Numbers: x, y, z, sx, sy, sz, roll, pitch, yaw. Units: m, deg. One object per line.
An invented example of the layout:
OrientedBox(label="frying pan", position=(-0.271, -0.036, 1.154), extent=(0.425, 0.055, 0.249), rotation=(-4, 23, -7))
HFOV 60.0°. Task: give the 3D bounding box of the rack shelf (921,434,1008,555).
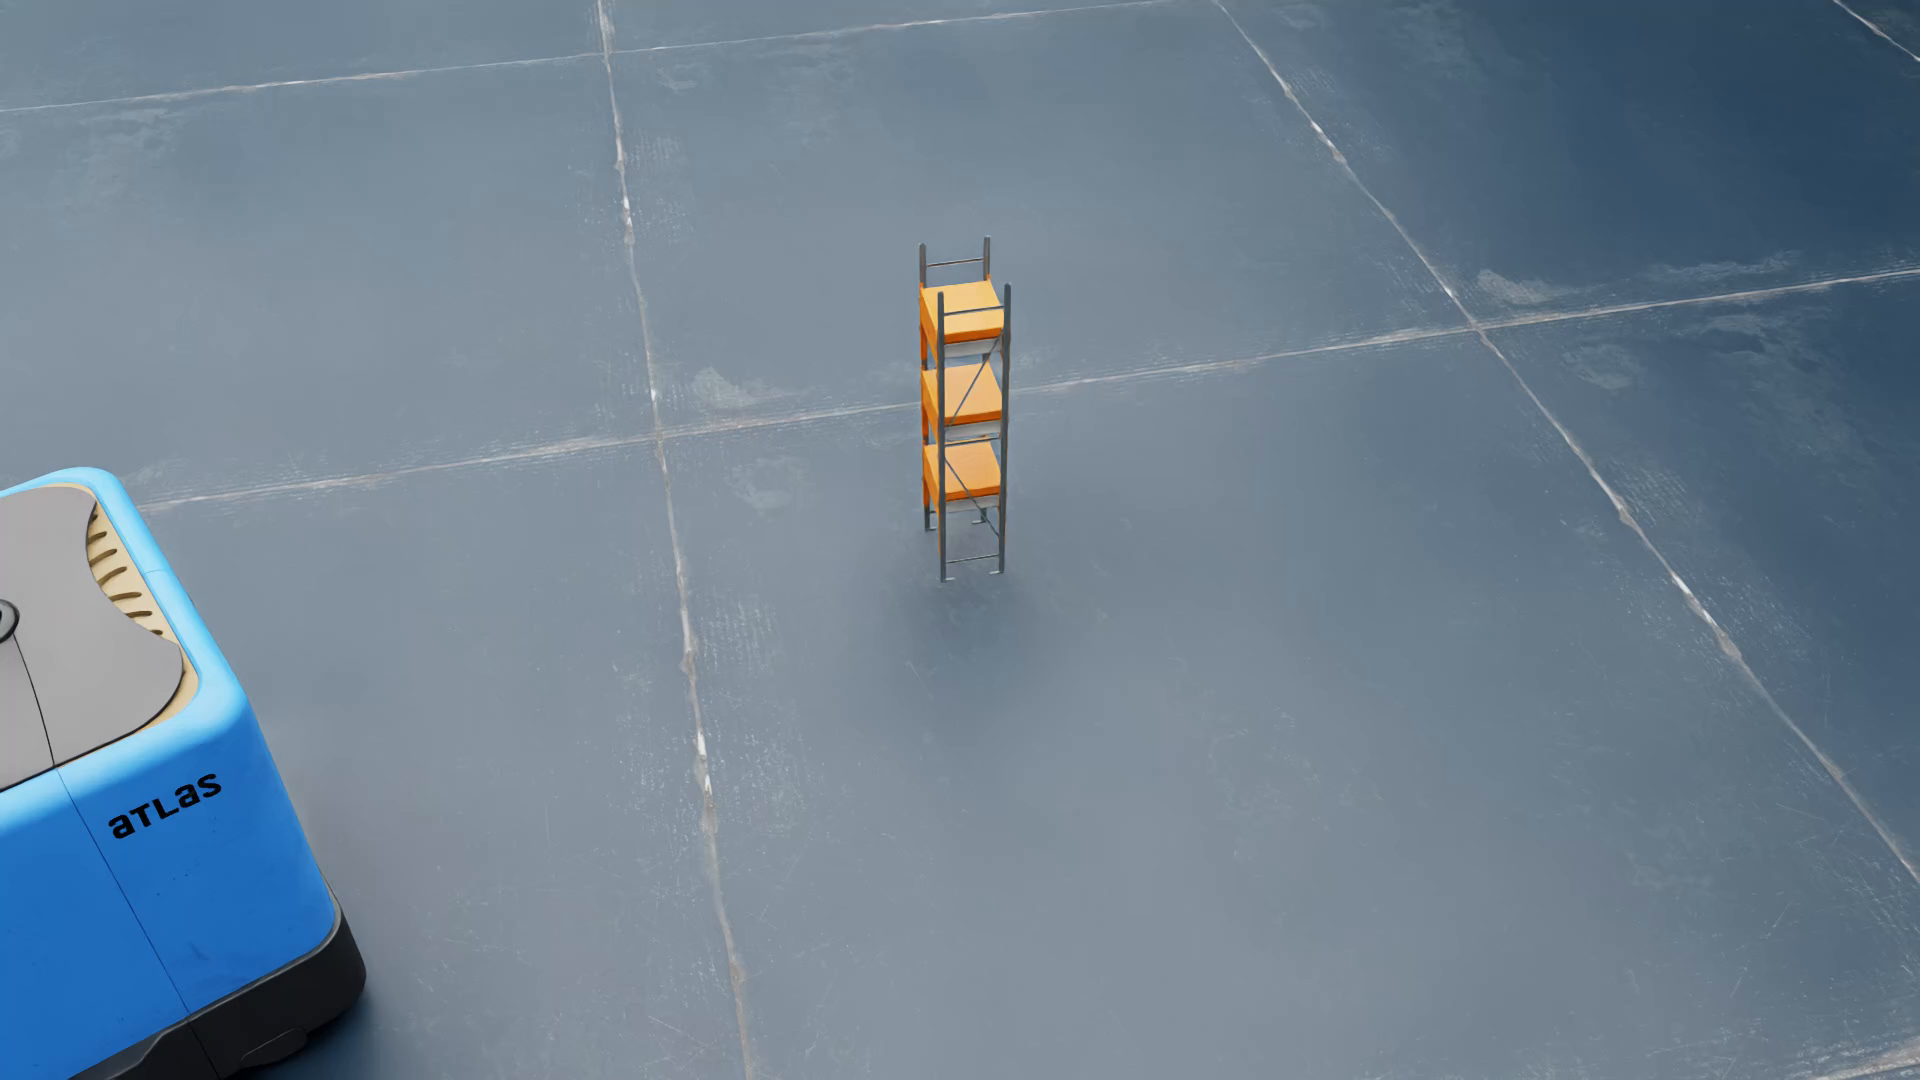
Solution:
OrientedBox(label="rack shelf", position=(0.012, -0.142, 5.054), extent=(0.215, 0.259, 0.240), rotation=(-8, 42, -9))

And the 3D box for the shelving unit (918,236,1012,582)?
OrientedBox(label="shelving unit", position=(0.012, -0.358, 4.862), extent=(0.215, 1.050, 0.252), rotation=(-8, 42, -9))

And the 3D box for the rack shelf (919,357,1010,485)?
OrientedBox(label="rack shelf", position=(0.012, -0.350, 4.869), extent=(0.215, 0.259, 0.240), rotation=(-8, 42, -9))

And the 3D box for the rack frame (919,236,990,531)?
OrientedBox(label="rack frame", position=(-0.015, -0.437, 4.951), extent=(0.200, 1.050, 0.008), rotation=(-8, 42, -9))

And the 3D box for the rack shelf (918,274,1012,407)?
OrientedBox(label="rack shelf", position=(0.012, -0.562, 4.681), extent=(0.215, 0.259, 0.240), rotation=(-8, 42, -9))

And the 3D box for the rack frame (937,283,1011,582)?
OrientedBox(label="rack frame", position=(0.038, -0.279, 4.773), extent=(0.200, 1.050, 0.008), rotation=(-8, 42, -9))

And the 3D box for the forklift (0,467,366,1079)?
OrientedBox(label="forklift", position=(-2.896, 0.358, 2.639), extent=(3.031, 2.935, 1.130), rotation=(-27, 48, -27))
